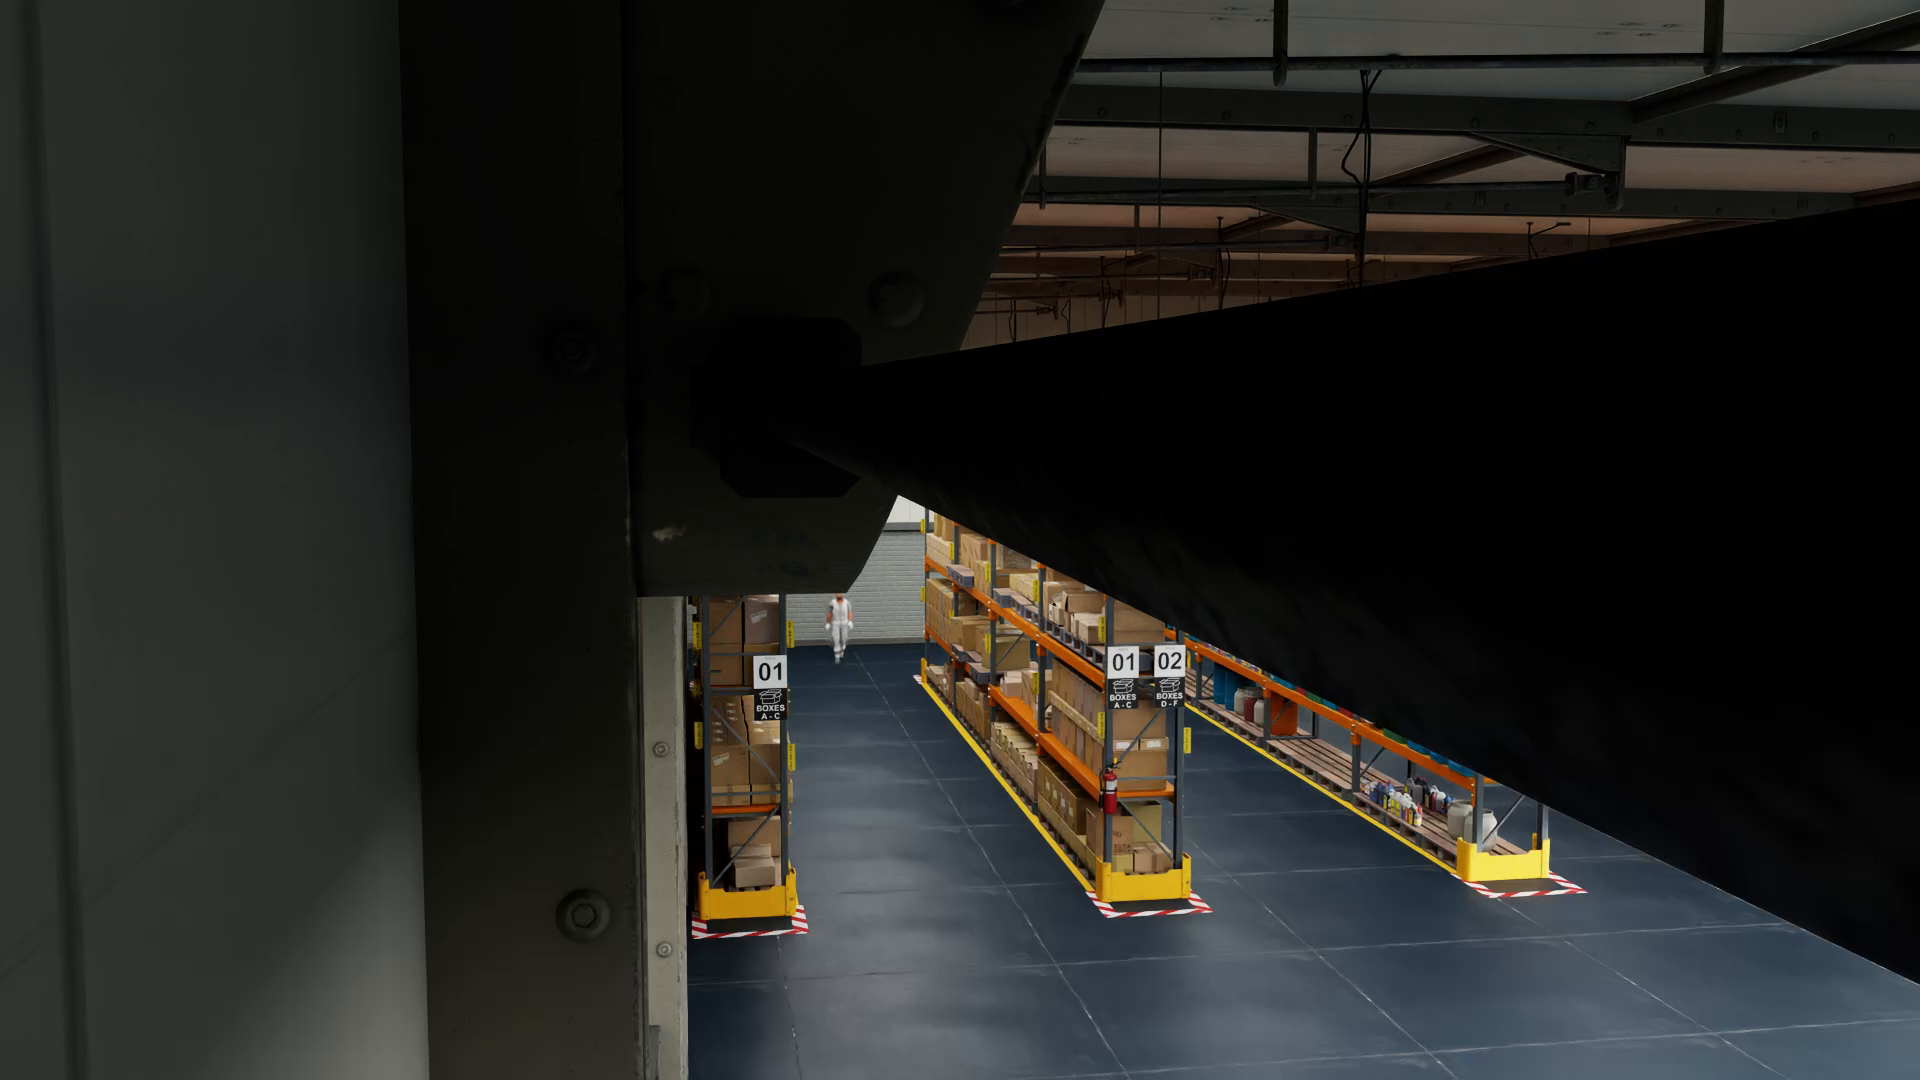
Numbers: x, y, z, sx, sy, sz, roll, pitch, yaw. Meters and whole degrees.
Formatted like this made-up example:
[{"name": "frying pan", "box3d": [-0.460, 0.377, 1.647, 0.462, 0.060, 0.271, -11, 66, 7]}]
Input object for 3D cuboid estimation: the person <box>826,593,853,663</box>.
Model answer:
[{"name": "person", "box3d": [-2.825, 1.993, 39.143, 0.603, 1.719, 1.050, -1, 5, -14]}]
